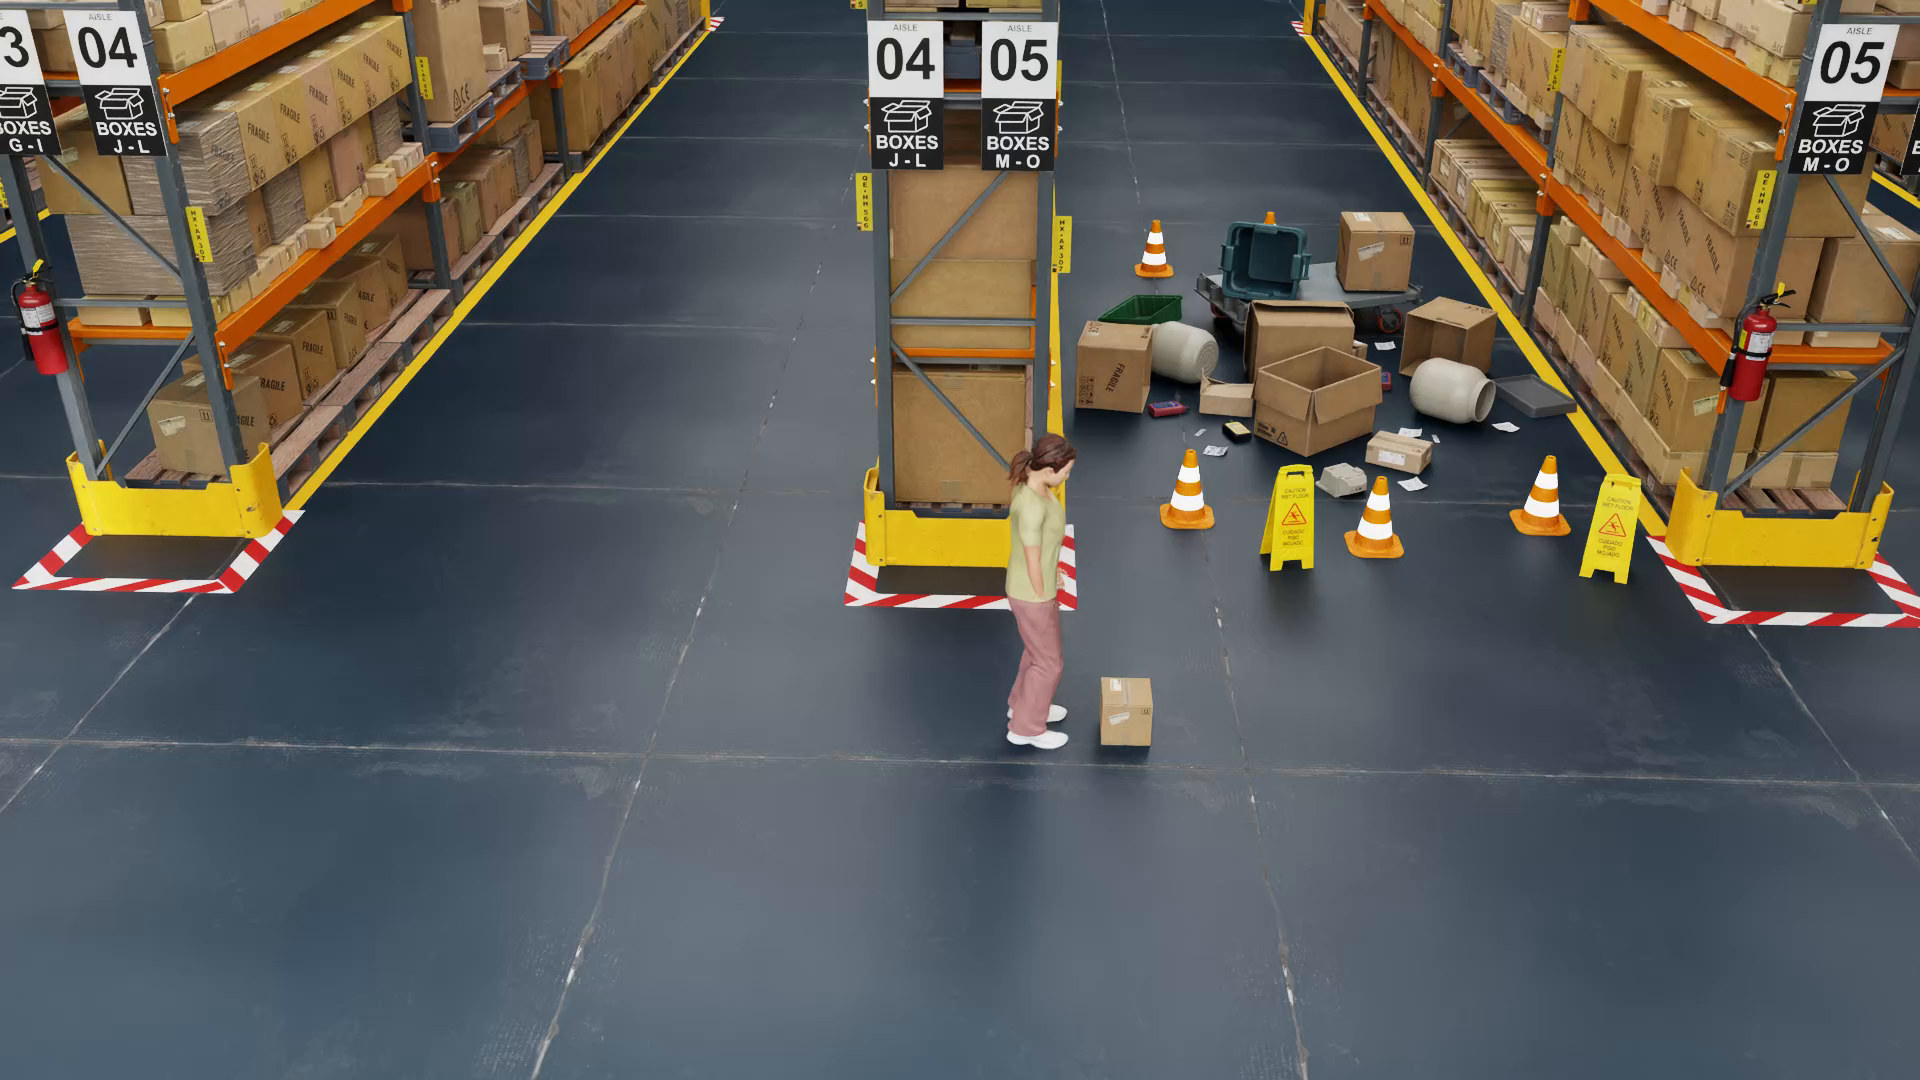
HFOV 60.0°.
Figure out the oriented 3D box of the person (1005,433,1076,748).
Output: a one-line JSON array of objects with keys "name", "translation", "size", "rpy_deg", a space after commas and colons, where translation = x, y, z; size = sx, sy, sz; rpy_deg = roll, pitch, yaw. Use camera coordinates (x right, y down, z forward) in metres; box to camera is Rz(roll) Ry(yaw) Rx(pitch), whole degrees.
[{"name": "person", "translation": [0.383, 0.236, 8.211], "size": [0.351, 1.659, 0.458], "rpy_deg": [2, 28, 3]}]
